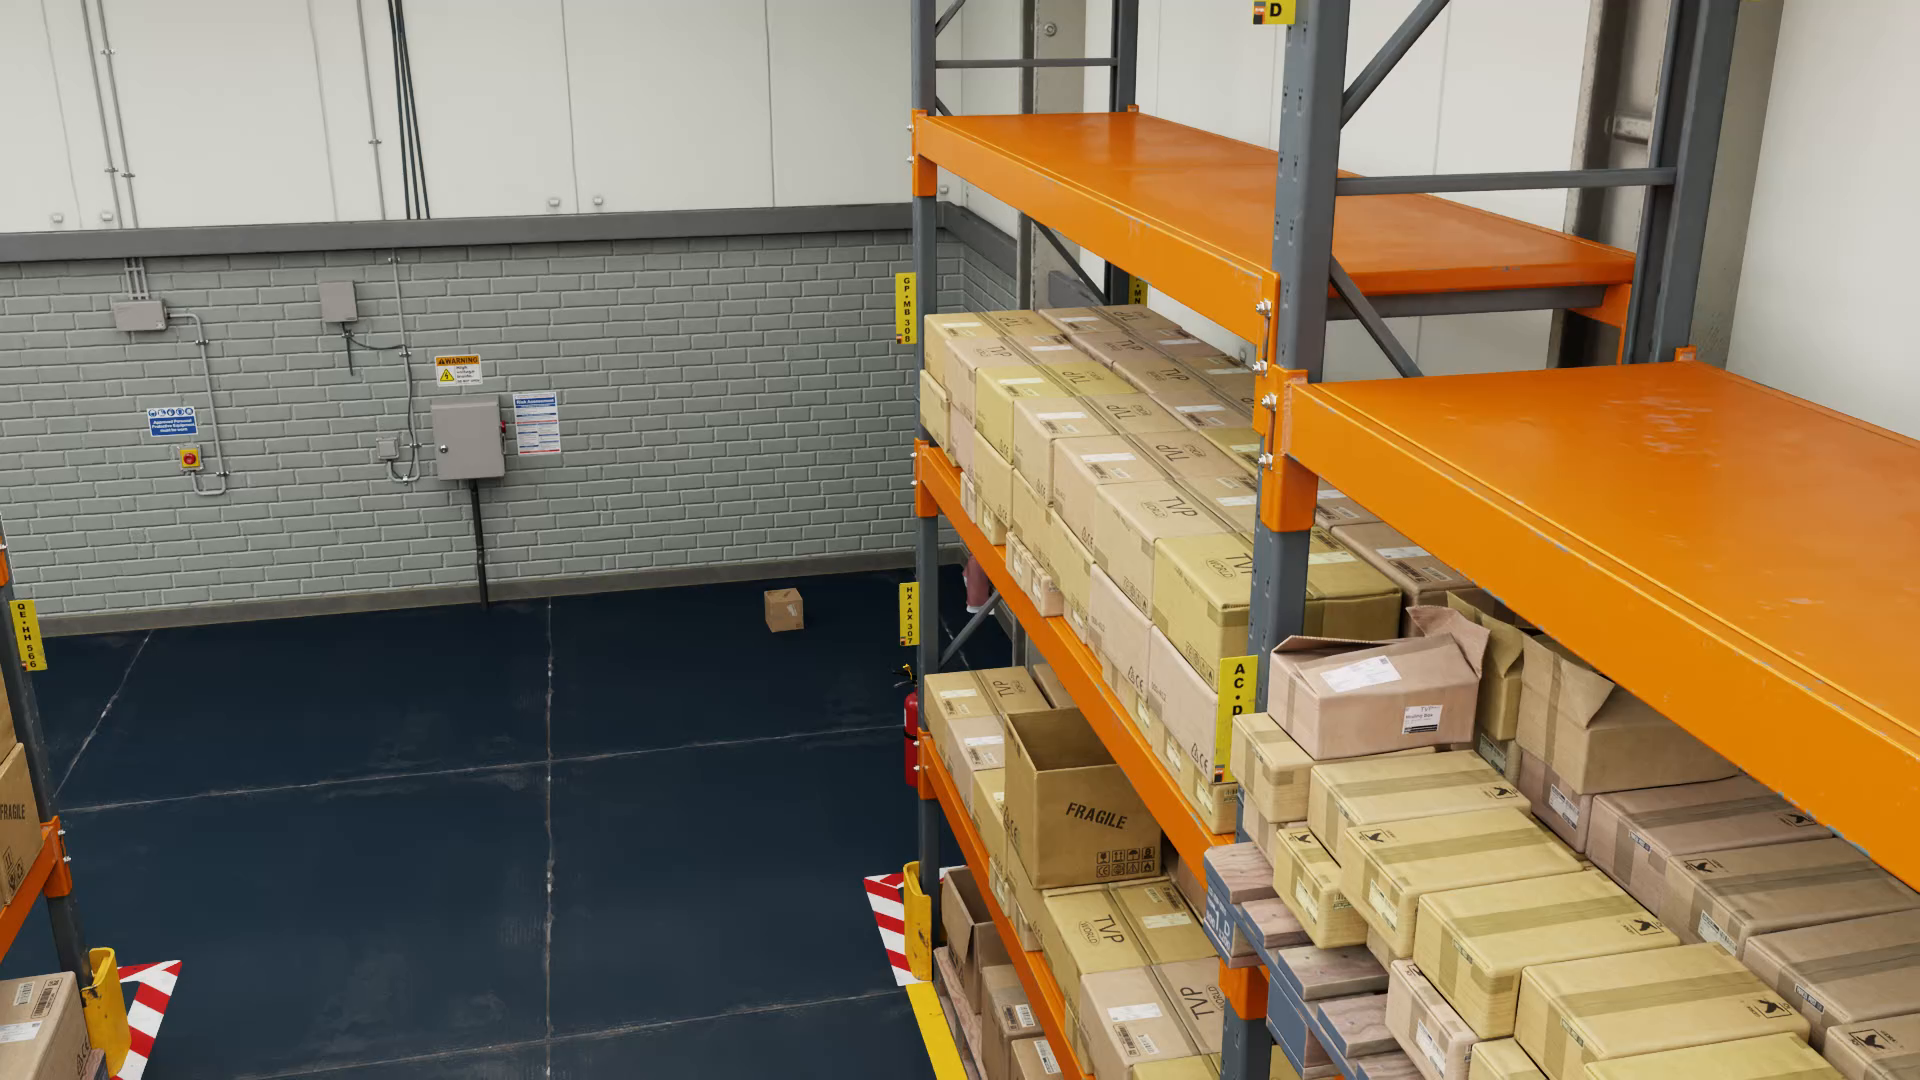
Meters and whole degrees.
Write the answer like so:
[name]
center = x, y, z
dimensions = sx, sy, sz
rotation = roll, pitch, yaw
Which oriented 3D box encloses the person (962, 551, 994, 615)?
[person]
center = 0.203, -0.261, 13.082
dimensions = 0.470, 1.673, 0.431
rotation = -3, 20, -8
